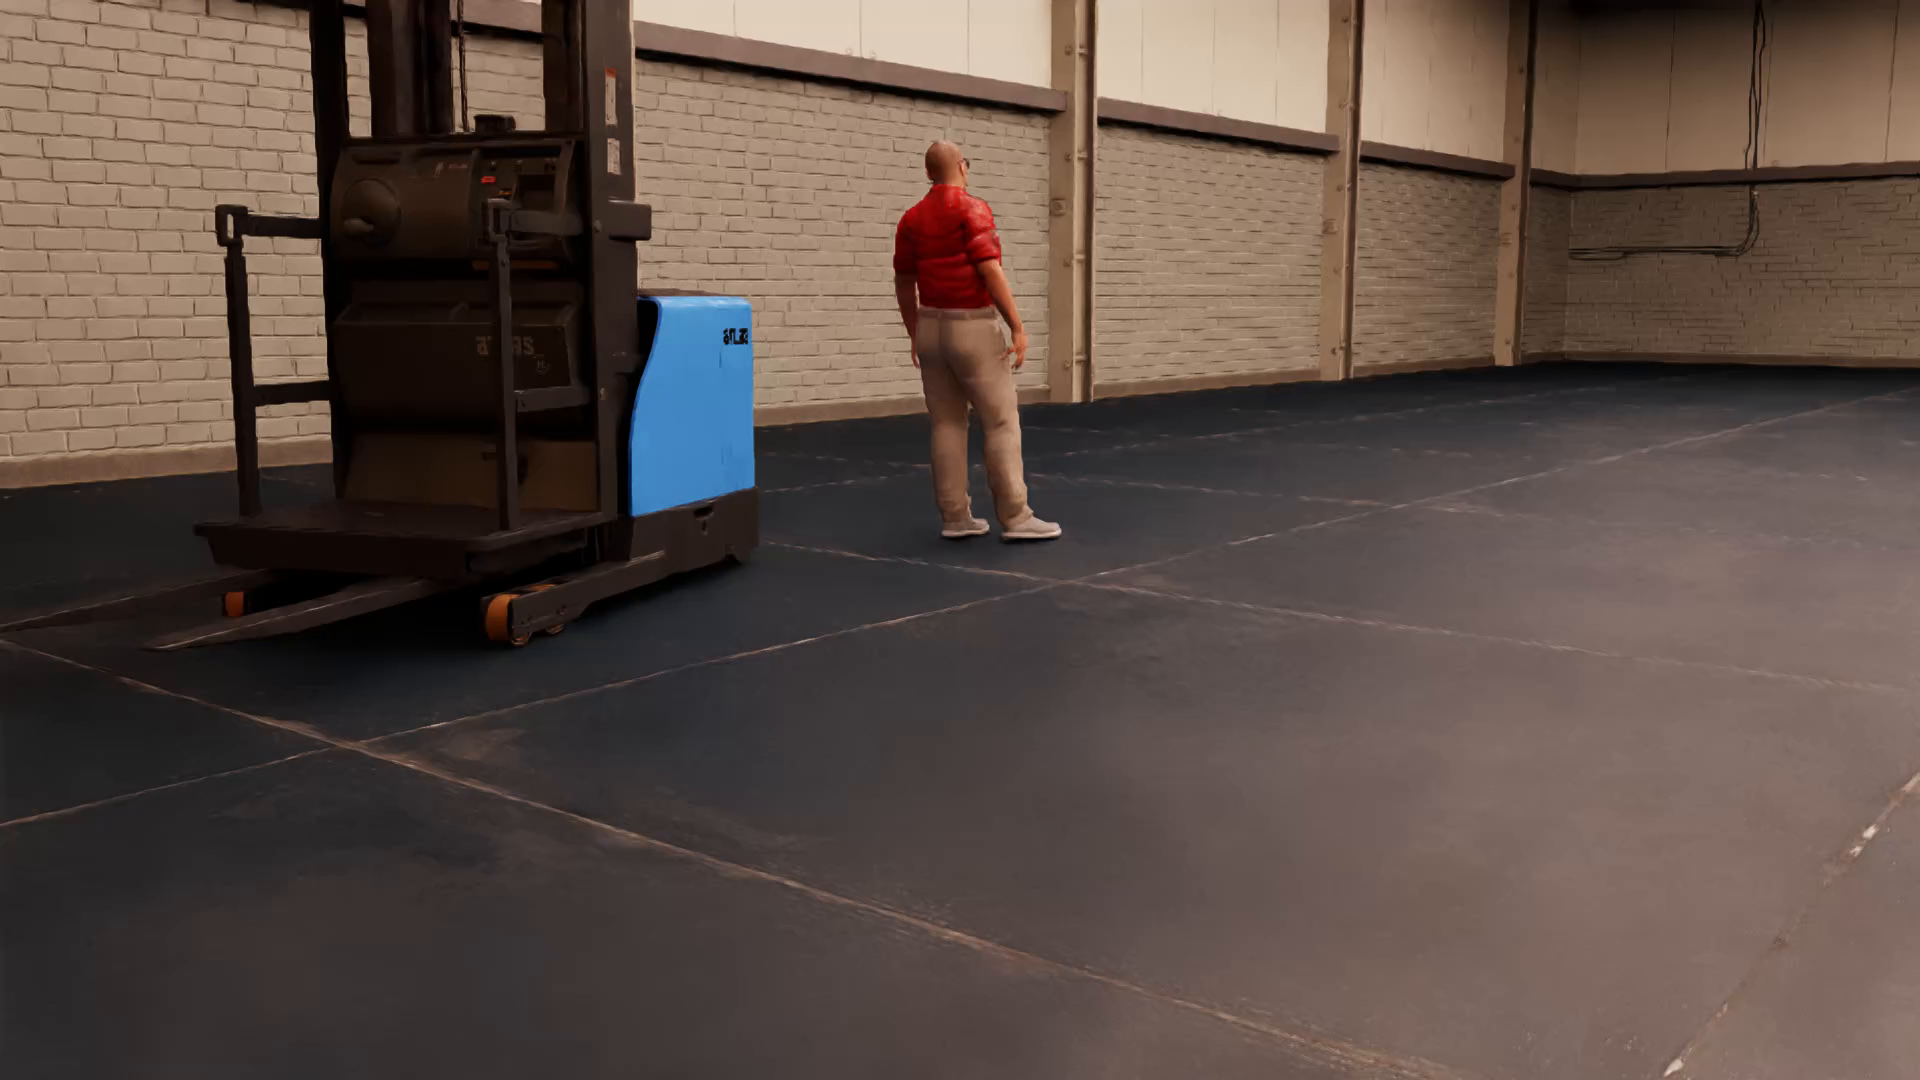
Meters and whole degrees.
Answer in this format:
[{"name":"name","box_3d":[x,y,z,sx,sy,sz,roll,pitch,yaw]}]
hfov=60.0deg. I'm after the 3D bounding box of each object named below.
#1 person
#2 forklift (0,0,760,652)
[{"name":"person","box_3d":[0.066,-0.872,7.340,0.640,1.726,0.550,7,11,38]},{"name":"forklift","box_3d":[-1.775,-1.186,5.388,1.130,2.935,3.031,3,9,19]}]
